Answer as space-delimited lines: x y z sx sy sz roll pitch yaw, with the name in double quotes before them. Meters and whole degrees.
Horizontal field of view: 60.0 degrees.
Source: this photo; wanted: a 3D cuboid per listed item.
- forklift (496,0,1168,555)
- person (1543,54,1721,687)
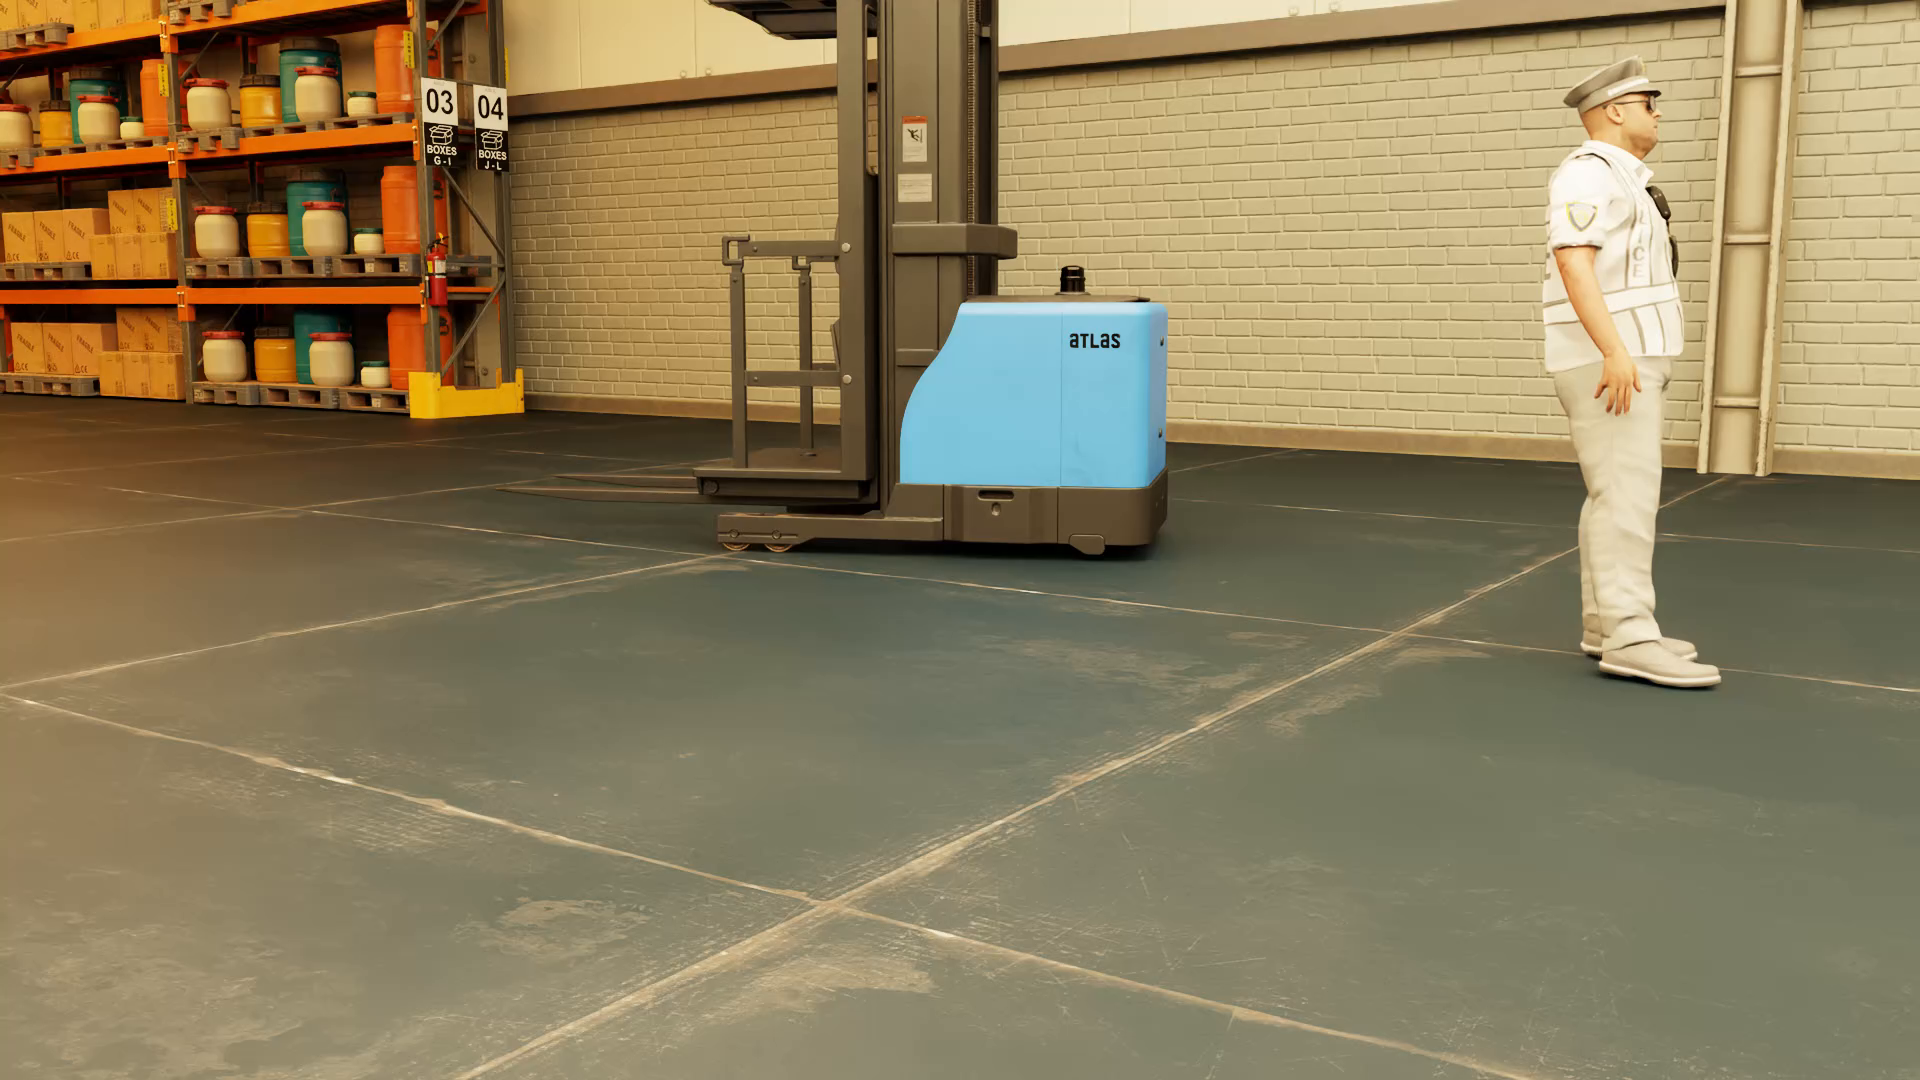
"forklift" -0.596 -1.469 7.520 3.031 2.935 1.130 2 8 12
"person" 2.005 -0.517 4.878 0.564 1.785 0.629 5 9 29
